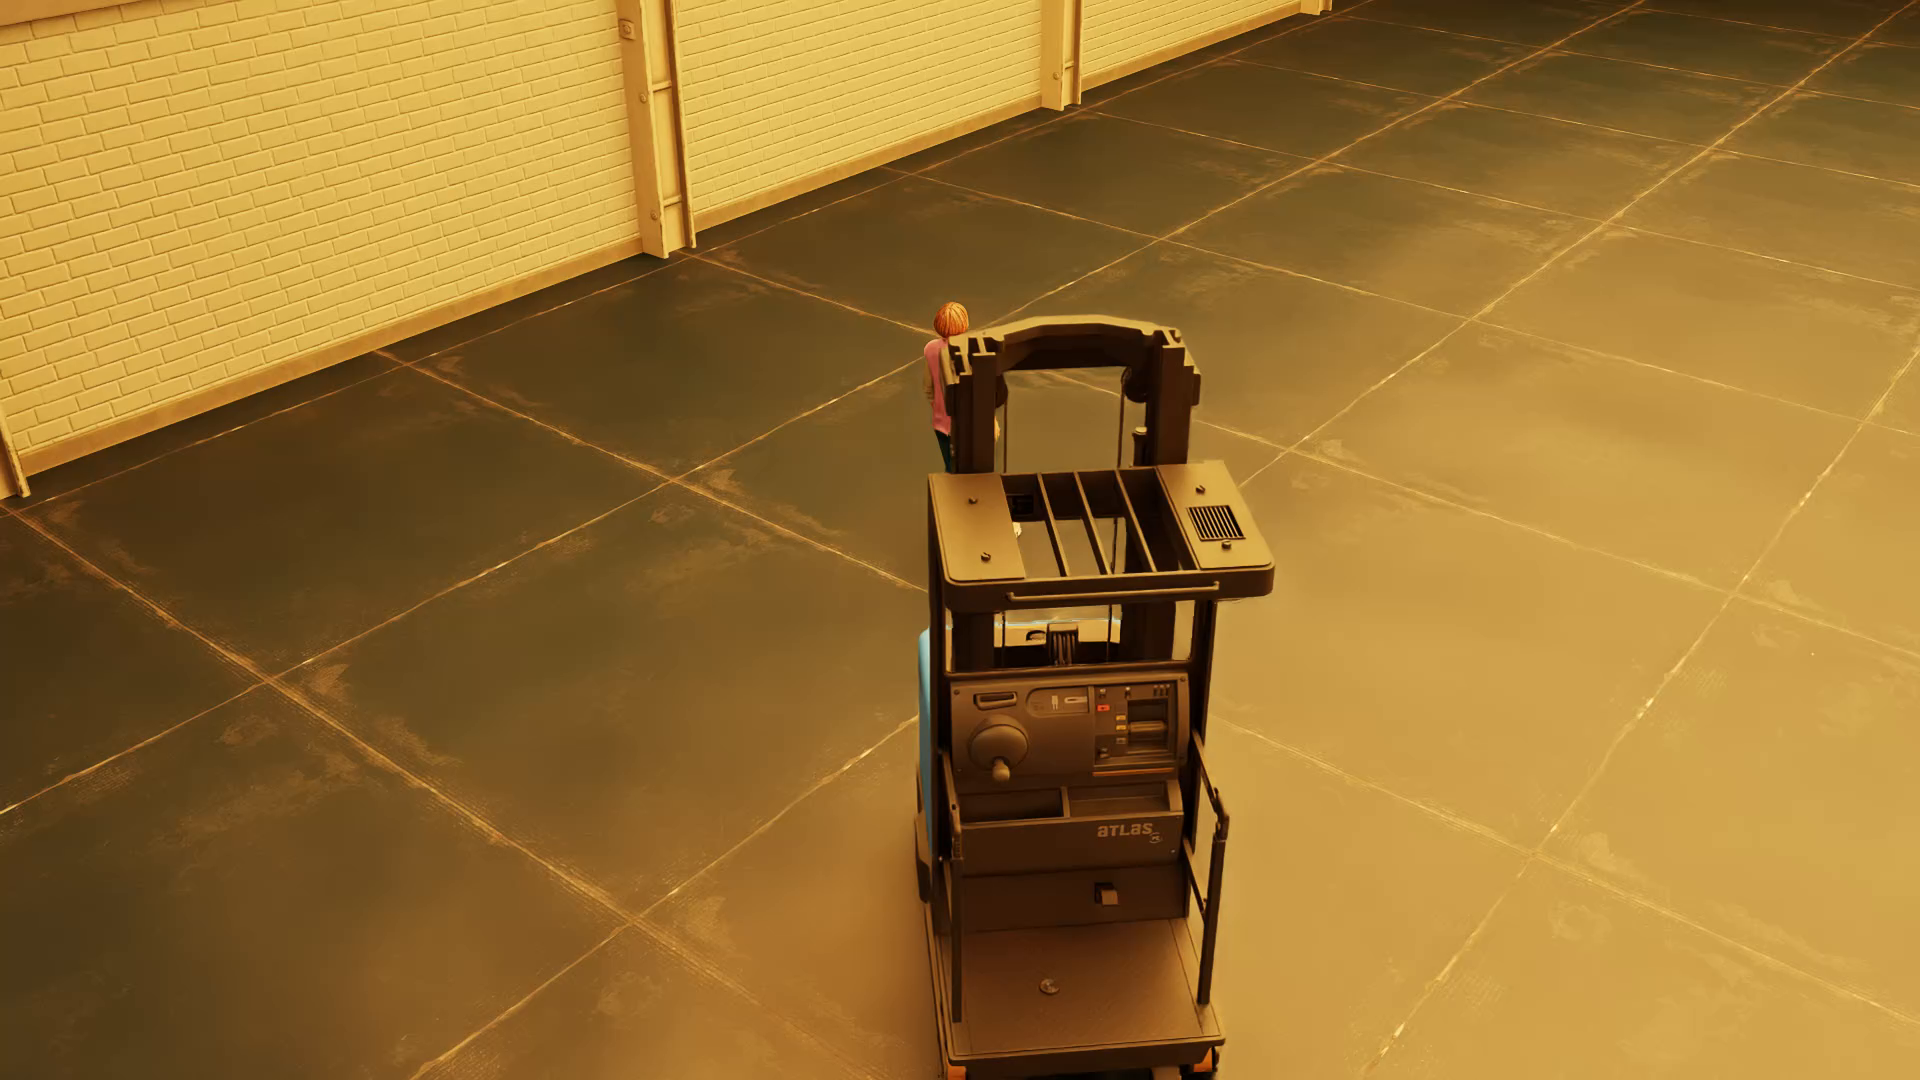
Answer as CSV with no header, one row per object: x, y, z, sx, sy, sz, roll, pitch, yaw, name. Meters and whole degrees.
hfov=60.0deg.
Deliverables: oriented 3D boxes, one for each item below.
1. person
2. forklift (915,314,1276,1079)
0.058,-0.721,10.136,0.521,1.599,0.473,22,37,33,person
0.452,0.773,6.272,1.130,2.935,3.031,-3,30,-5,forklift
